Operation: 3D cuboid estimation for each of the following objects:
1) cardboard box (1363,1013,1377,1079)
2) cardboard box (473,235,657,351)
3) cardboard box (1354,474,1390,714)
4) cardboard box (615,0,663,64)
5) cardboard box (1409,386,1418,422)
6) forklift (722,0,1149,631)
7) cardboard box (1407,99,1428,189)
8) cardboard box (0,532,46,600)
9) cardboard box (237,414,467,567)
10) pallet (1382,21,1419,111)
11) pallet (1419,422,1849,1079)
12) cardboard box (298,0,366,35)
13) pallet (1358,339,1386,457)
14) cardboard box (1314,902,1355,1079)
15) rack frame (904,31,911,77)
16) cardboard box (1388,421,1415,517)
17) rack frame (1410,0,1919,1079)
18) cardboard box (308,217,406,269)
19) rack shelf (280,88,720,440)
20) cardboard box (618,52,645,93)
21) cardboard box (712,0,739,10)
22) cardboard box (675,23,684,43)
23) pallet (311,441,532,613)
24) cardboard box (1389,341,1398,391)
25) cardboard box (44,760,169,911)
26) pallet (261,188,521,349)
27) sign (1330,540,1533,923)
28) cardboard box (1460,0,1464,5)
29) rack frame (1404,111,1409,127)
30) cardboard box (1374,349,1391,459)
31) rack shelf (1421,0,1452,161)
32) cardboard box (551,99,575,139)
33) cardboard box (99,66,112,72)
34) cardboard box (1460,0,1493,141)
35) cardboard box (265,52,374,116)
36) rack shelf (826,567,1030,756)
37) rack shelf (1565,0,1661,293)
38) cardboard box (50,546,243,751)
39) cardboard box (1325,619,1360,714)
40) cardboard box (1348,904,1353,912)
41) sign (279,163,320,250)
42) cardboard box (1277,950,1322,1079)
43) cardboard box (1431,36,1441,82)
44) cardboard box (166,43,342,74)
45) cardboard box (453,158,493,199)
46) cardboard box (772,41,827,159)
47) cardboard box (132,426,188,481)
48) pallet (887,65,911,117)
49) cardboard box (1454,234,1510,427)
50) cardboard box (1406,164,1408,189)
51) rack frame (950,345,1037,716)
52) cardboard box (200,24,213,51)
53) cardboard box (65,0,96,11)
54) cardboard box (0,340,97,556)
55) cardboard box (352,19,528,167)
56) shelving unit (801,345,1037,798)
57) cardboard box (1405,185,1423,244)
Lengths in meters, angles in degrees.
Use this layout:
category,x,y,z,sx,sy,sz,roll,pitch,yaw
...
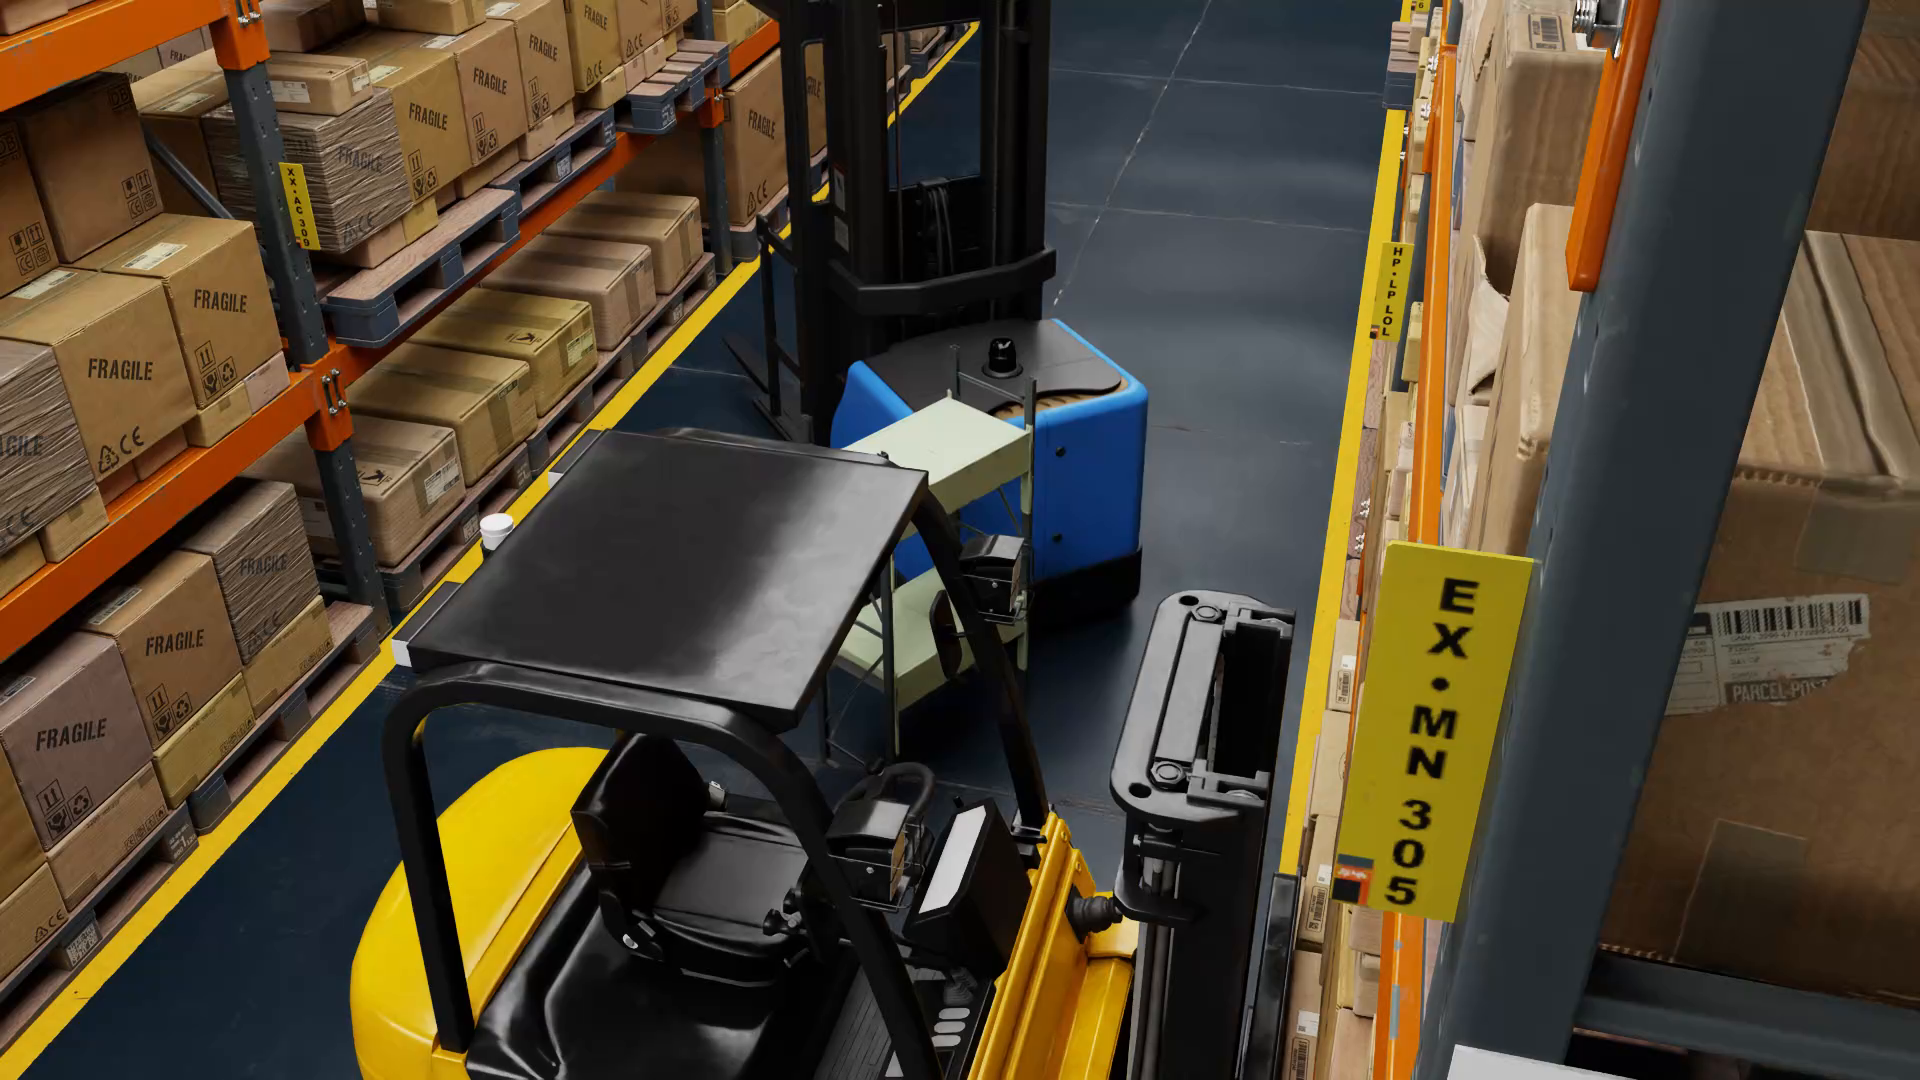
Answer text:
category,x,y,z,sx,sy,sz,roll,pitch,yaw
cardboard box,0.813,0.904,2.557,0.380,0.149,0.250,9,33,13
cardboard box,-2.251,-1.386,9.192,0.950,0.372,0.625,7,33,11
cardboard box,1.387,0.181,4.576,0.500,0.500,0.500,9,33,13
cardboard box,-1.886,-2.795,8.588,0.500,0.500,0.500,7,33,12
cardboard box,1.469,-0.295,4.721,0.380,0.149,0.250,9,33,14
forklift,-0.328,-1.534,7.430,1.130,2.935,3.031,-15,35,-22
cardboard box,2.256,-1.741,7.367,0.500,0.250,0.500,7,33,11
cardboard box,-3.069,0.053,5.105,0.380,0.149,0.250,7,33,12
cardboard box,-2.803,-0.258,7.418,0.950,0.372,0.625,8,33,13
pallet,2.988,-2.600,9.222,1.213,0.211,1.003,8,33,12
pallet,1.058,0.240,1.863,1.003,0.211,1.213,8,33,12
cardboard box,-2.826,-2.311,7.223,0.380,0.149,0.250,7,33,10
pallet,2.637,-0.721,8.687,1.003,0.211,1.213,8,33,12
cardboard box,0.994,0.965,3.343,0.500,0.500,0.500,7,33,11
rack frame,-0.904,-5.069,12.928,1.000,3.000,0.127,8,33,12
cardboard box,1.301,-0.159,4.229,0.380,0.149,0.250,9,33,13
rack frame,0.850,-0.700,0.464,0.949,2.616,0.053,8,33,12
cardboard box,-2.488,-1.233,6.736,0.380,0.149,0.250,8,33,13
rack shelf,-2.426,-1.652,8.223,1.077,0.370,4.000,8,33,12
cardboard box,-1.865,-2.447,8.646,0.380,0.149,0.250,6,33,10
cardboard box,-1.551,-3.370,9.929,0.500,0.250,0.500,8,33,12
cardboard box,-1.774,-2.862,9.299,0.380,0.149,0.250,9,34,14
pallet,-2.738,-0.145,7.781,1.003,0.211,1.213,8,33,12
cardboard box,1.746,-0.681,5.699,0.500,0.250,0.500,7,33,11
cardboard box,-3.083,0.950,5.631,0.500,0.250,0.500,9,33,13
pallet,-2.599,-1.213,7.042,1.003,0.211,1.213,8,33,12
sign,0.332,0.145,1.179,0.100,0.325,0.005,8,33,12
cardboard box,1.461,-1.431,4.159,0.380,0.149,0.250,9,33,13
rack frame,3.899,-4.395,11.868,1.000,3.000,0.127,8,33,12
cardboard box,1.743,-0.478,5.845,0.500,0.250,0.500,9,33,13
rack shelf,2.376,-2.244,6.358,1.077,0.370,4.000,8,33,12
cardboard box,-2.091,-2.048,8.018,0.380,0.149,0.250,7,33,11
cardboard box,-6.306,-3.069,11.721,0.500,0.500,0.500,7,33,10
cardboard box,1.198,-0.943,3.283,0.396,0.266,0.258,7,33,11
cardboard box,-2.472,-1.732,6.312,0.380,0.149,0.250,8,33,12
rack shelf,-0.134,0.416,6.305,0.431,0.370,0.720,27,41,35
rack shelf,1.361,-1.265,2.396,1.077,0.370,4.000,8,33,12
cardboard box,-2.952,0.357,5.865,0.500,0.500,0.500,9,33,13
cardboard box,1.442,0.526,5.367,0.500,0.250,0.500,8,33,12
cardboard box,0.972,0.629,3.267,0.380,0.149,0.250,8,33,13
sign,-2.407,-1.213,6.055,0.100,0.325,0.005,8,33,12
cardboard box,1.047,1.321,4.116,0.500,0.250,0.500,7,33,11
cardboard box,2.411,-2.235,7.771,0.380,0.149,0.250,9,34,14
cardboard box,-2.914,-1.791,7.009,0.500,0.500,0.500,8,33,13
cardboard box,-2.312,-1.646,7.386,0.380,0.149,0.250,9,33,13
cardboard box,-1.433,-3.083,11.393,0.875,0.875,0.875,8,33,13
cardboard box,-2.919,-0.348,5.736,0.380,0.149,0.250,8,33,13
pallet,-1.026,-3.482,13.030,1.003,0.211,1.213,8,33,12
cardboard box,0.834,-0.200,2.113,0.396,0.266,0.258,8,33,13
cardboard box,2.402,-1.799,7.923,0.500,0.250,0.500,7,33,11
rack frame,0.116,-0.002,6.355,0.400,1.500,0.023,27,41,35
cardboard box,-5.926,-3.863,12.969,0.500,0.500,0.500,7,33,11
cardboard box,-2.868,-1.753,5.150,0.380,0.149,0.250,8,33,13
cardboard box,-3.057,-0.283,5.029,0.500,0.500,0.500,9,34,14
cardboard box,-2.272,-1.981,7.309,0.500,0.500,0.500,8,33,12
shelving unit,-0.134,0.141,6.130,0.431,1.500,0.755,27,41,35
cardboard box,1.840,-1.178,6.109,0.380,0.149,0.250,7,33,11
